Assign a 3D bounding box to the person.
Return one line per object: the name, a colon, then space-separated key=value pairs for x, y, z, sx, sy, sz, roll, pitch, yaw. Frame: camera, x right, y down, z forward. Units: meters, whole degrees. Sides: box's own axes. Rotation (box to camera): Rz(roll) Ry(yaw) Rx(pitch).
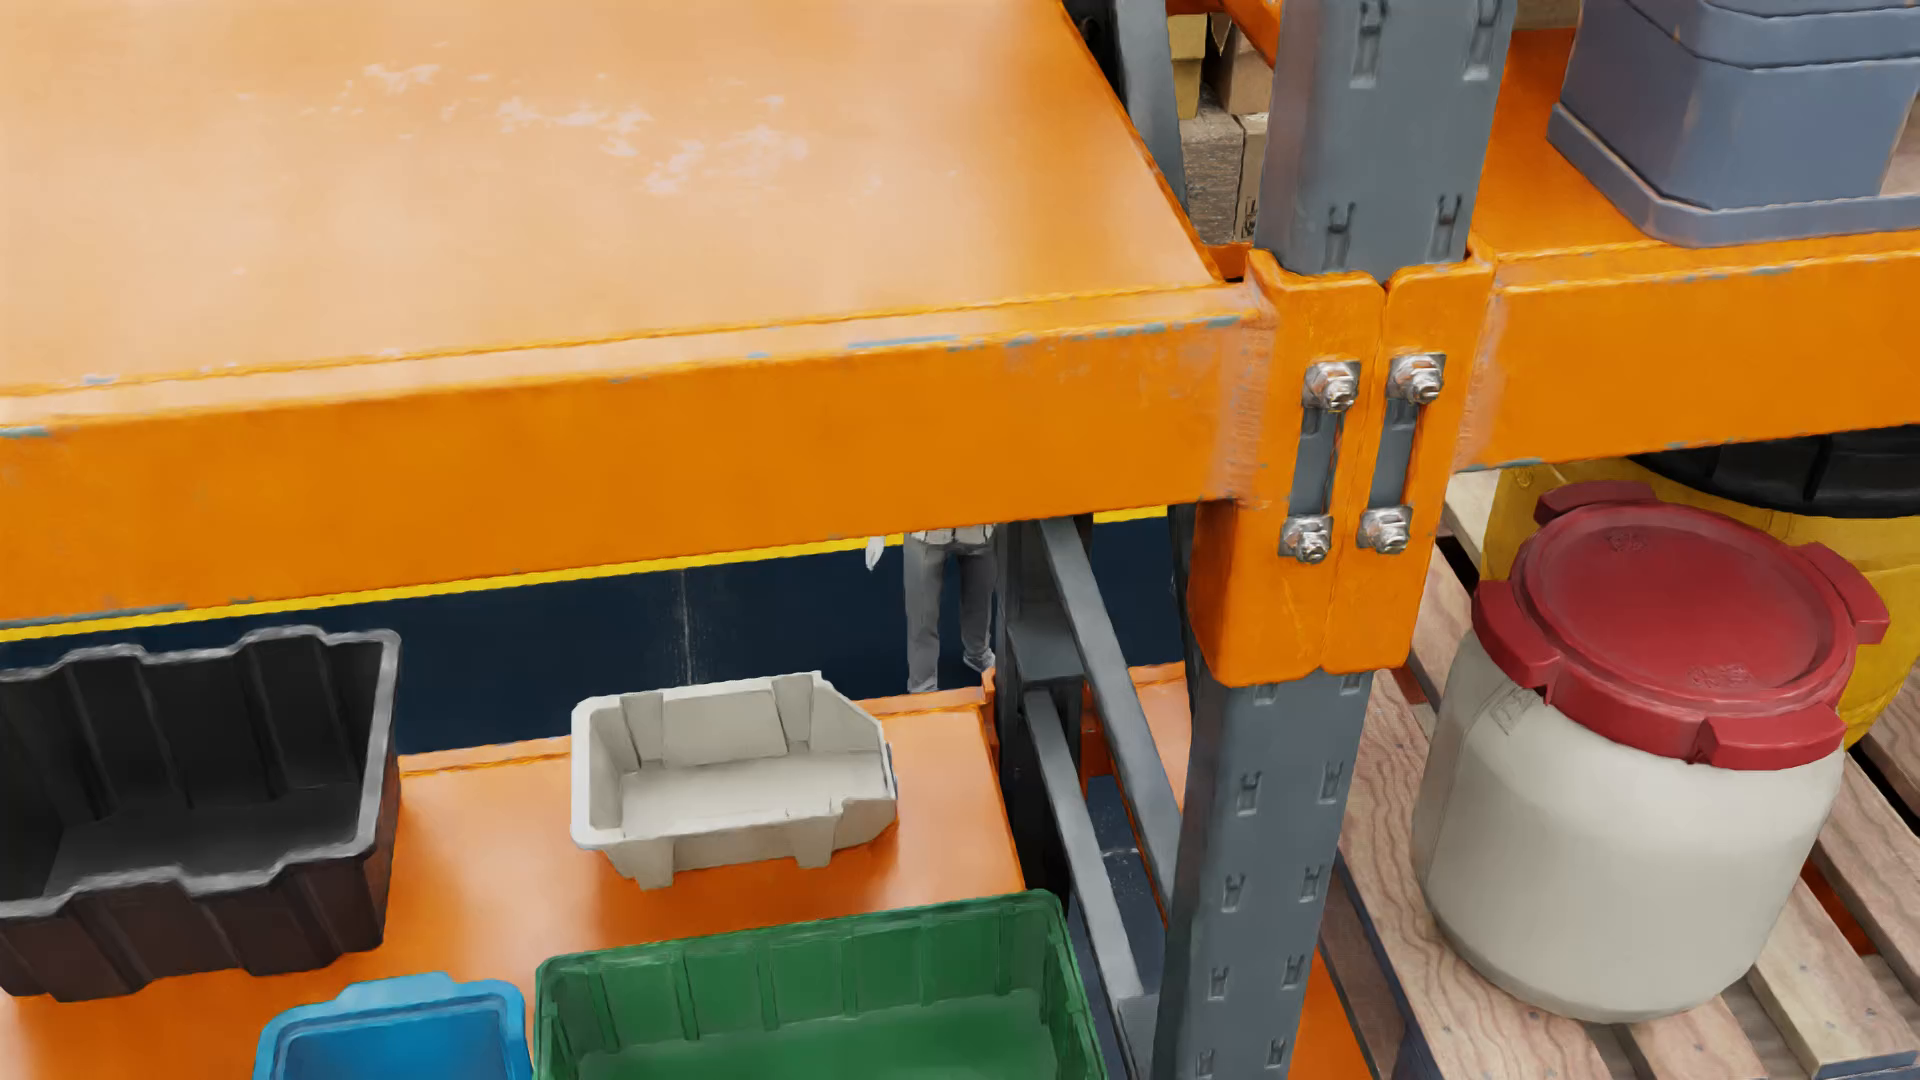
person: x=-0.049 y=0.000 z=6.106 sx=0.600 sy=1.668 sz=0.553 roll=-3 pitch=39 yaw=-4
